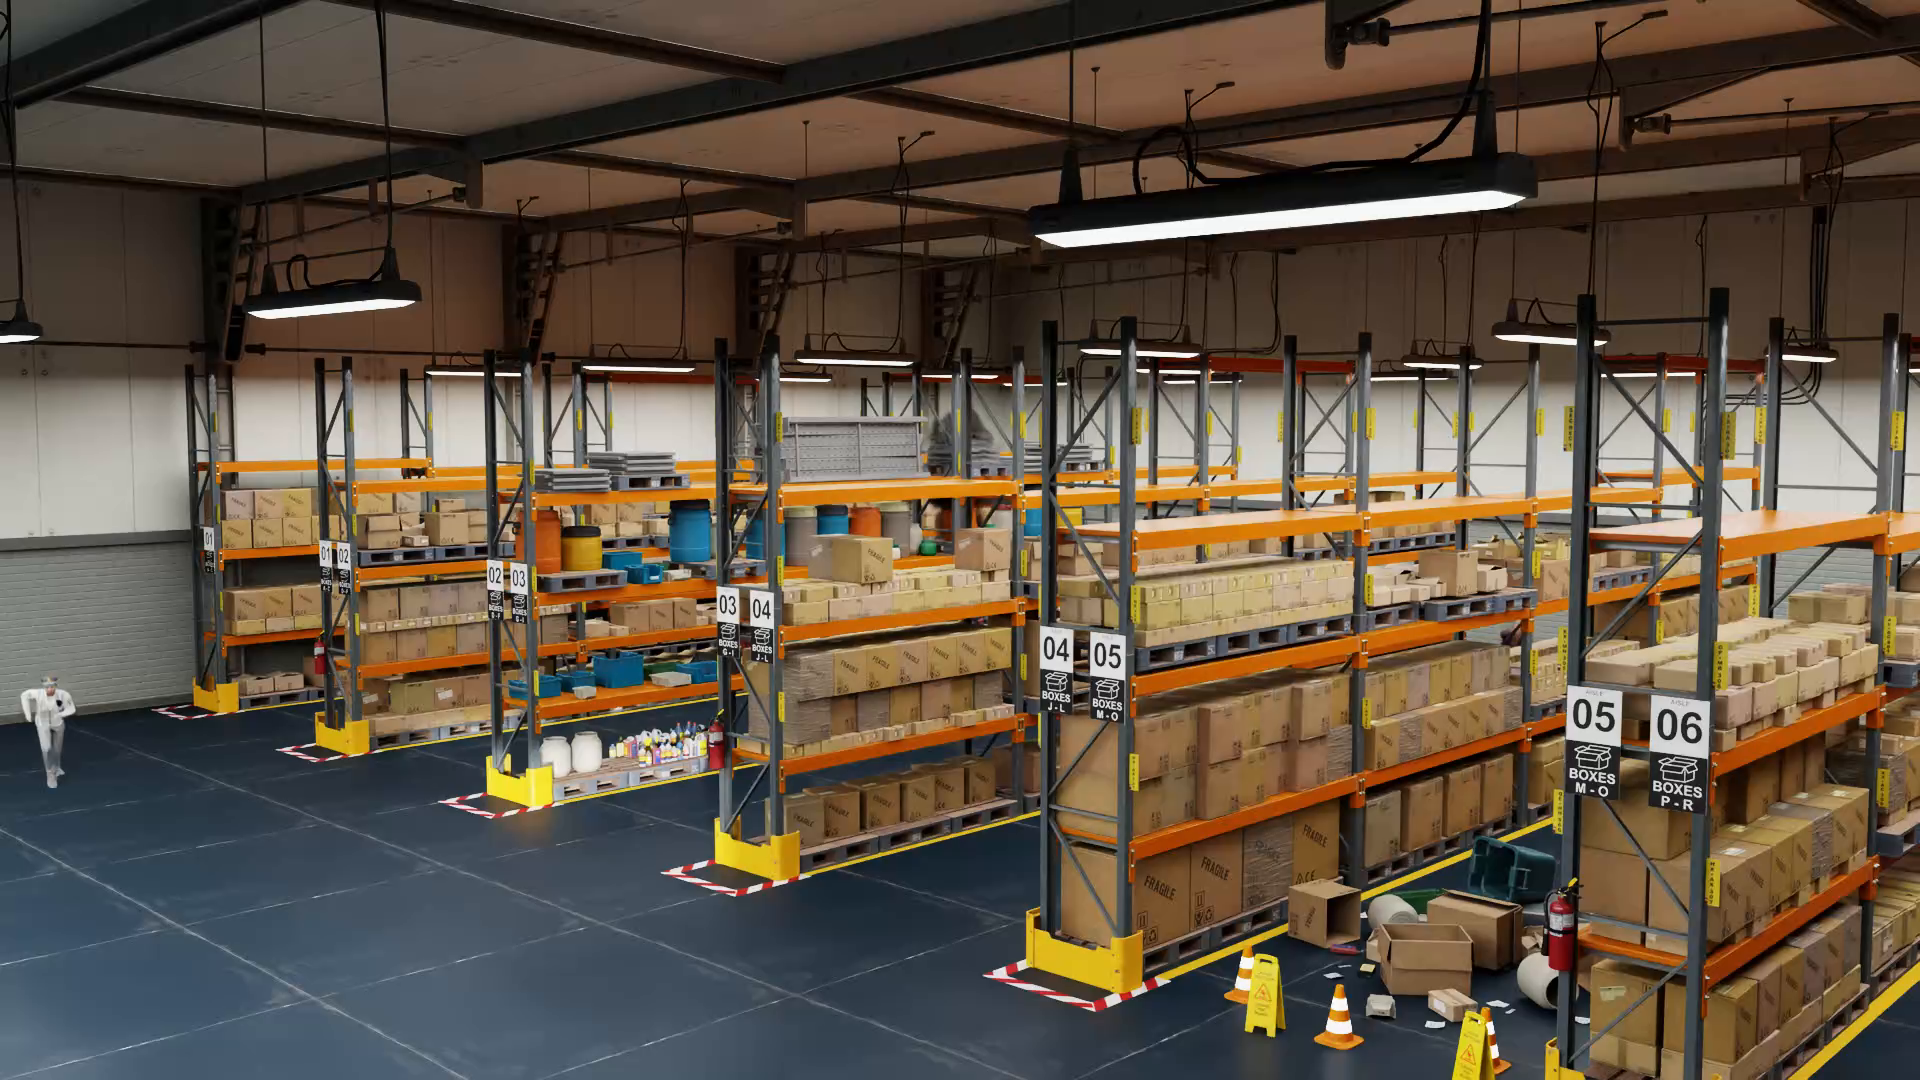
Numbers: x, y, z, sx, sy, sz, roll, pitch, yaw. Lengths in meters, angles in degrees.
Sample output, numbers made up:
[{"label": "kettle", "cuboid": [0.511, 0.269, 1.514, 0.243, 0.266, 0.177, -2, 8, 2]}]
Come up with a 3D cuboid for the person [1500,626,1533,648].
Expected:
[{"label": "person", "cuboid": [9.786, 2.198, 29.293, 0.732, 1.443, 0.949, 4, 6, 39]}]

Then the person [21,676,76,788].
[{"label": "person", "cuboid": [-12.647, 2.641, 23.109, 0.660, 1.606, 0.941, -2, 5, -28]}]
